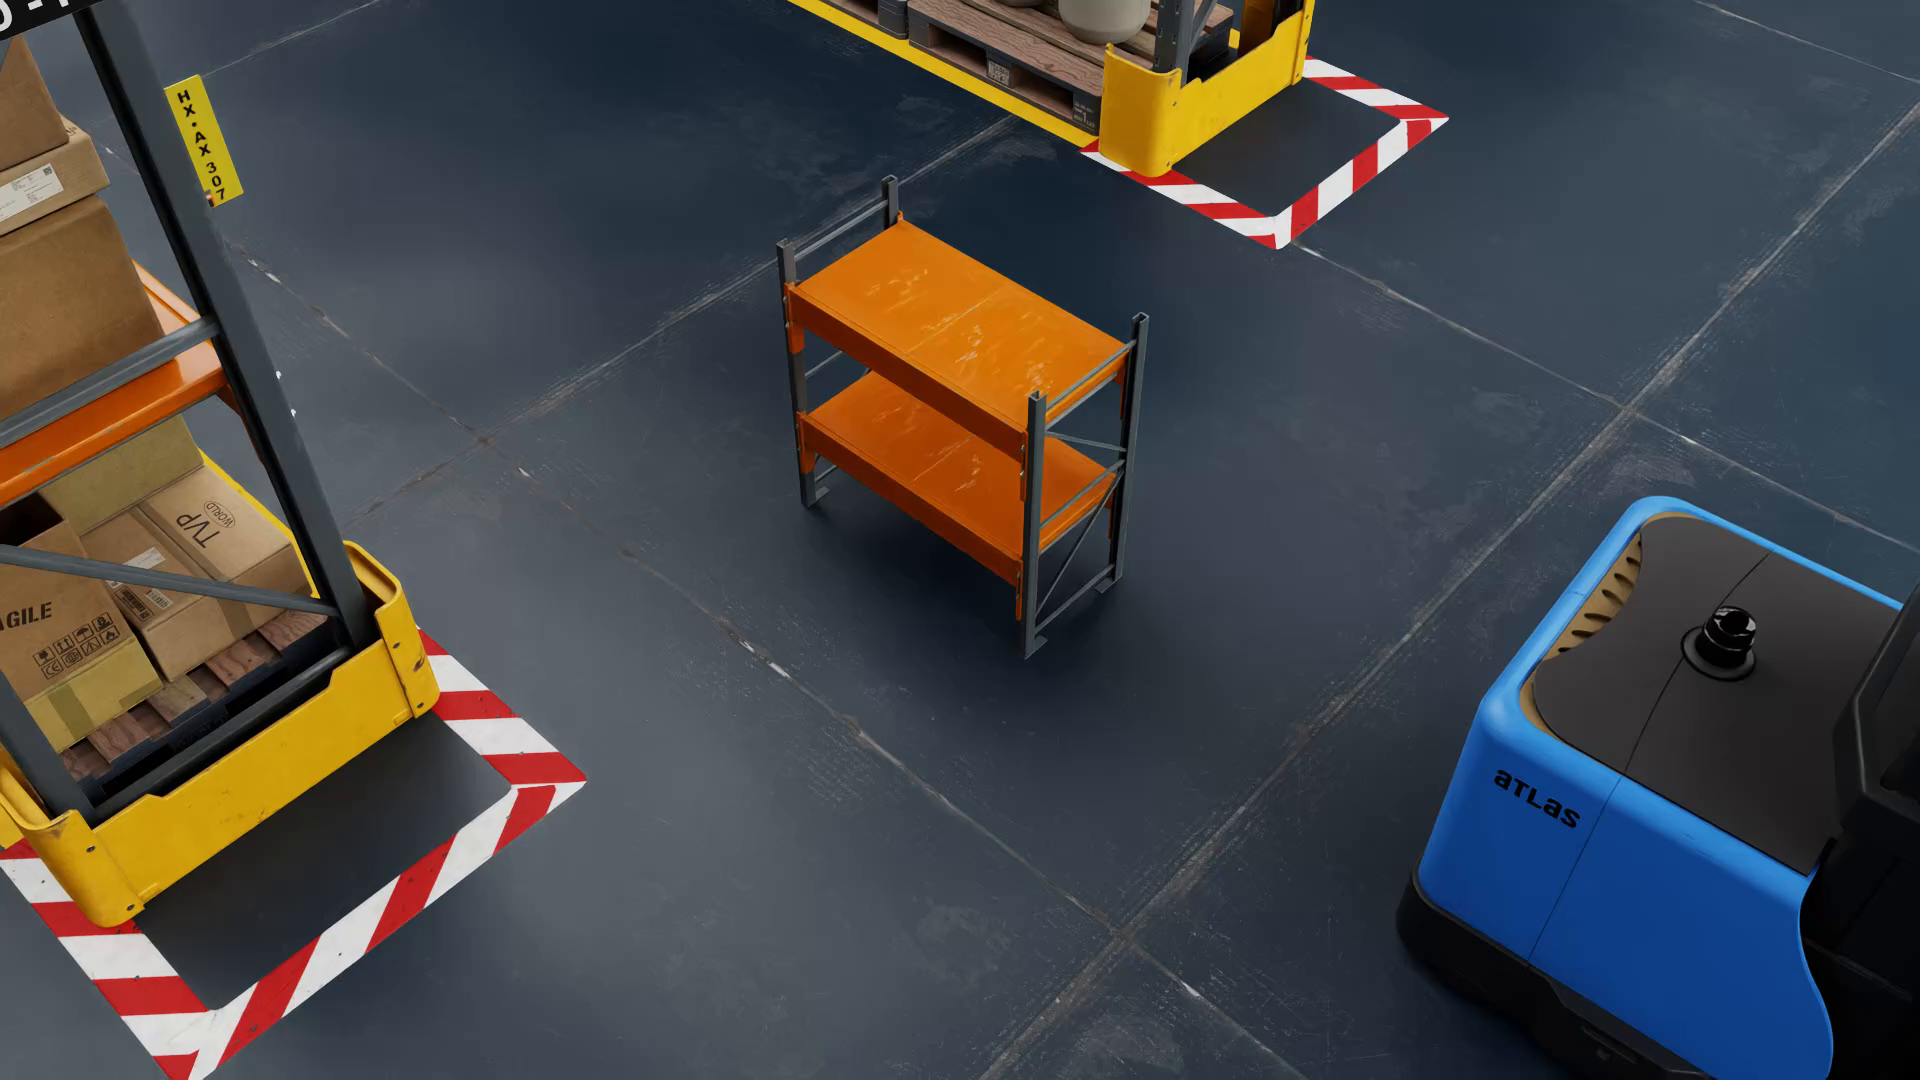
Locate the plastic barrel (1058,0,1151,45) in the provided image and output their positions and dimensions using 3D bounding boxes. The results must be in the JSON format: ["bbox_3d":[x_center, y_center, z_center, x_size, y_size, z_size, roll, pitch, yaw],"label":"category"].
[{"bbox_3d":[0.660,-2.545,7.500,0.421,0.512,0.421,0,47,0],"label":"plastic barrel"}]

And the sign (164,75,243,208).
[{"bbox_3d":[-1.786,-0.934,3.921,0.005,0.325,0.100,34,55,28],"label":"sign"}]

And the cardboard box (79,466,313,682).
[{"bbox_3d":[-2.410,0.097,5.200,0.500,0.250,0.500,34,55,28],"label":"cardboard box"}]

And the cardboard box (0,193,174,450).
[{"bbox_3d":[-2.501,-0.588,4.176,0.500,0.500,0.700,34,55,28],"label":"cardboard box"}]

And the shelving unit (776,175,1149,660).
[{"bbox_3d":[-0.005,-0.388,5.343,1.048,1.125,0.538,34,55,28],"label":"shelving unit"}]

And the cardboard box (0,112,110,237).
[{"bbox_3d":[-2.309,-0.882,4.007,0.250,0.149,0.380,34,55,27],"label":"cardboard box"}]

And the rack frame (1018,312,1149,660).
[{"bbox_3d":[0.369,-0.137,5.107,0.032,1.125,0.500,34,55,28],"label":"rack frame"}]

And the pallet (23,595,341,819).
[{"bbox_3d":[-2.757,0.282,5.340,1.213,0.211,1.003,34,55,28],"label":"pallet"}]

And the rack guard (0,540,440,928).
[{"bbox_3d":[-2.149,0.551,4.890,0.348,0.500,1.175,34,55,28],"label":"rack guard"}]

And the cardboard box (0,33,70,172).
[{"bbox_3d":[-2.540,-1.058,3.728,0.500,0.500,0.700,34,55,28],"label":"cardboard box"}]

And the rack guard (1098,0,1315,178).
[{"bbox_3d":[1.108,-2.125,7.402,0.348,0.500,1.175,34,55,28],"label":"rack guard"}]

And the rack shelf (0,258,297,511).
[{"bbox_3d":[-3.636,-1.059,5.180,4.000,0.370,1.077,34,55,28],"label":"rack shelf"}]

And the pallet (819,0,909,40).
[{"bbox_3d":[-0.378,-3.034,8.454,1.213,0.211,1.003,34,55,28],"label":"pallet"}]

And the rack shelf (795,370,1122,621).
[{"bbox_3d":[-0.005,-0.221,5.521,1.000,0.278,0.538,34,55,28],"label":"rack shelf"}]

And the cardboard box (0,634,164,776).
[{"bbox_3d":[-2.761,0.374,4.939,0.500,0.250,0.500,34,55,28],"label":"cardboard box"}]

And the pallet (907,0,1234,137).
[{"bbox_3d":[0.514,-2.431,7.887,1.213,0.211,1.003,34,55,28],"label":"pallet"}]

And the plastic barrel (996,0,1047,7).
[{"bbox_3d":[0.292,-2.793,7.733,0.421,0.512,0.421,0,47,0],"label":"plastic barrel"}]

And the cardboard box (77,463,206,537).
[{"bbox_3d":[-2.780,-0.149,5.430,0.500,0.250,0.500,34,55,28],"label":"cardboard box"}]

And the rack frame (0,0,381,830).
[{"bbox_3d":[-2.167,-0.316,3.989,0.127,3.000,1.000,34,55,28],"label":"rack frame"}]

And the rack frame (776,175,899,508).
[{"bbox_3d":[-0.379,-0.640,5.579,0.032,1.125,0.500,34,55,28],"label":"rack frame"}]

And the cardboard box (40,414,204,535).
[{"bbox_3d":[-2.779,-0.406,5.157,0.500,0.500,0.500,34,55,28],"label":"cardboard box"}]

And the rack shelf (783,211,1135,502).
[{"bbox_3d":[-0.005,-0.589,5.130,1.000,0.278,0.538,34,55,28],"label":"rack shelf"}]

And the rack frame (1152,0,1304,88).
[{"bbox_3d":[1.196,-2.968,6.479,0.127,3.000,1.000,34,55,28],"label":"rack frame"}]

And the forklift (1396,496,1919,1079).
[{"bbox_3d":[2.675,0.543,3.230,3.031,2.935,1.130,31,54,26],"label":"forklift"}]

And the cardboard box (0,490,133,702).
[{"bbox_3d":[-2.763,0.119,4.665,0.500,0.500,0.500,34,55,28],"label":"cardboard box"}]
